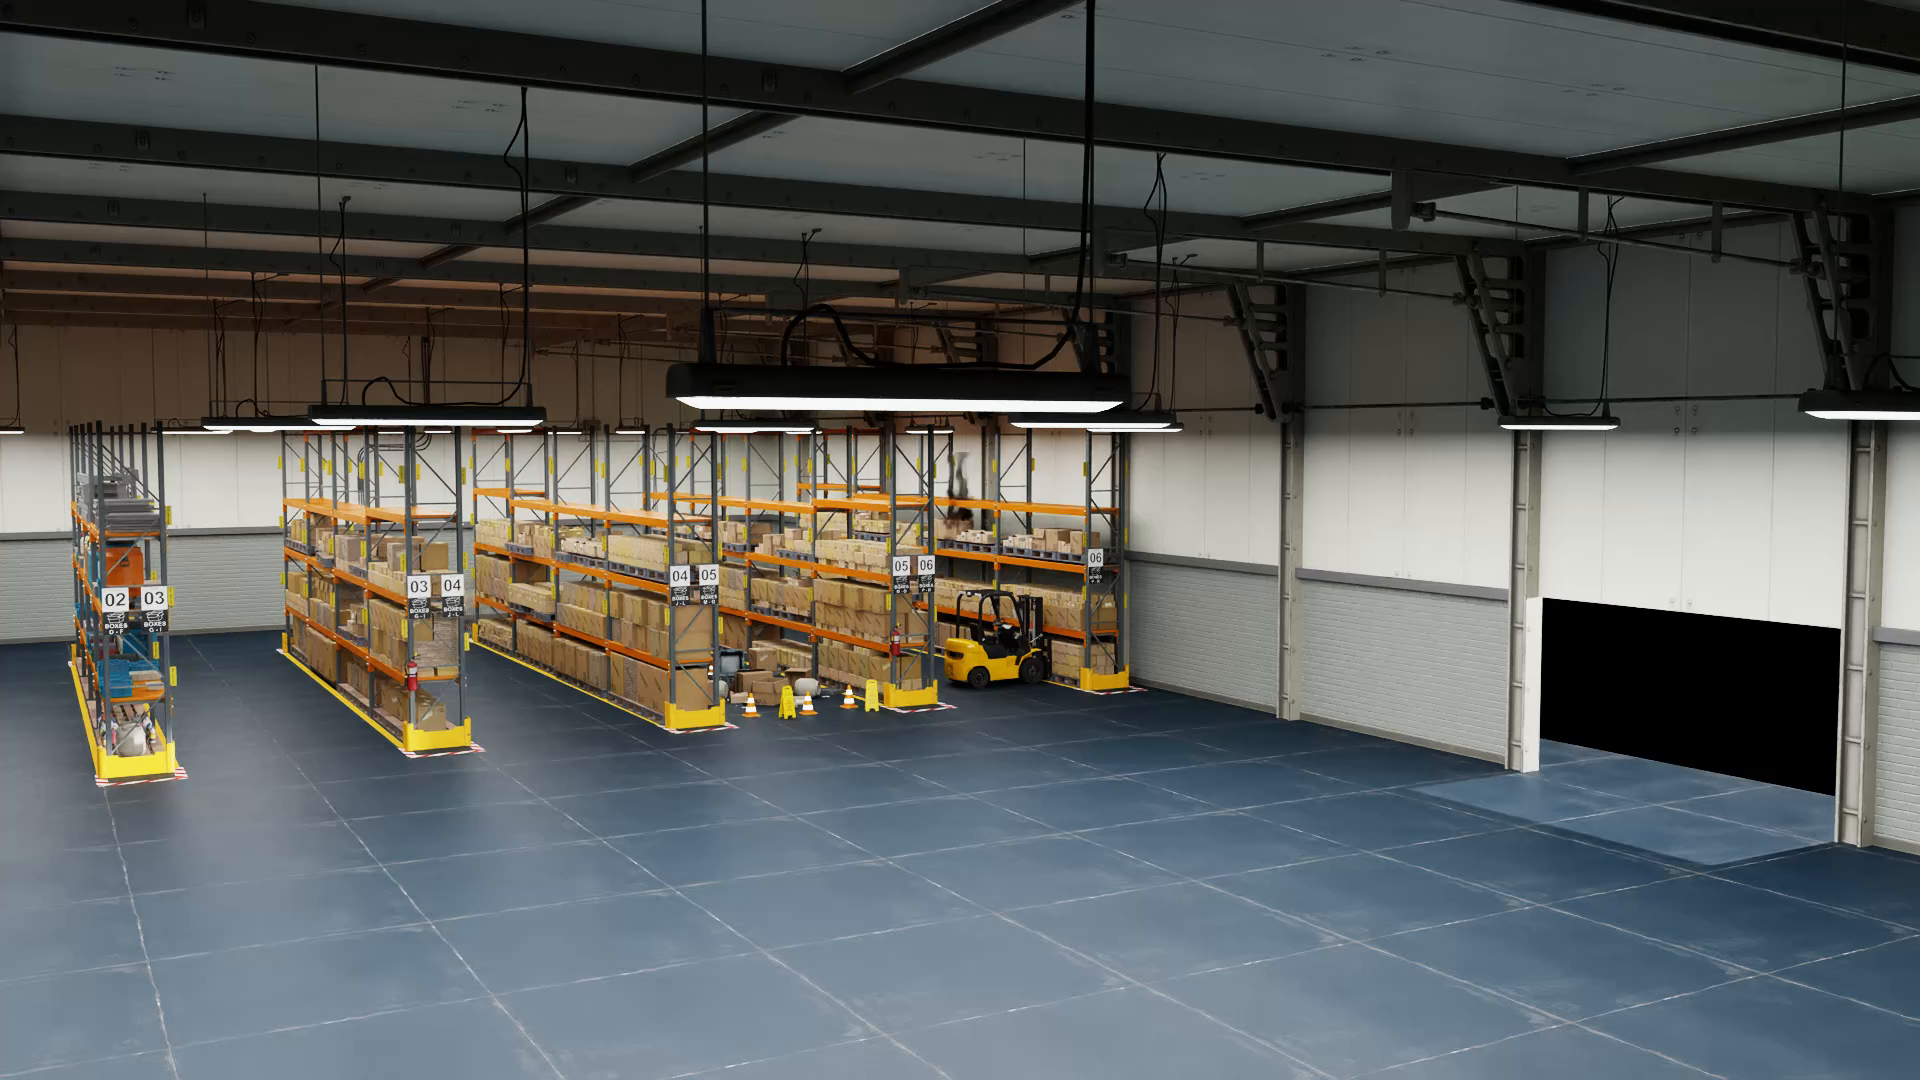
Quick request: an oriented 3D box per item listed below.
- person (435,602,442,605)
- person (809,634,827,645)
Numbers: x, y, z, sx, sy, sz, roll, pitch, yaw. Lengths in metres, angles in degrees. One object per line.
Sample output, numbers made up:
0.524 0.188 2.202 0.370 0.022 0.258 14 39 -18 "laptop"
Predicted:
-14.493 2.011 46.535 0.635 1.638 0.954 1 4 15 "person"
-3.868 2.068 45.187 0.701 1.801 1.050 -3 5 -40 "person"
